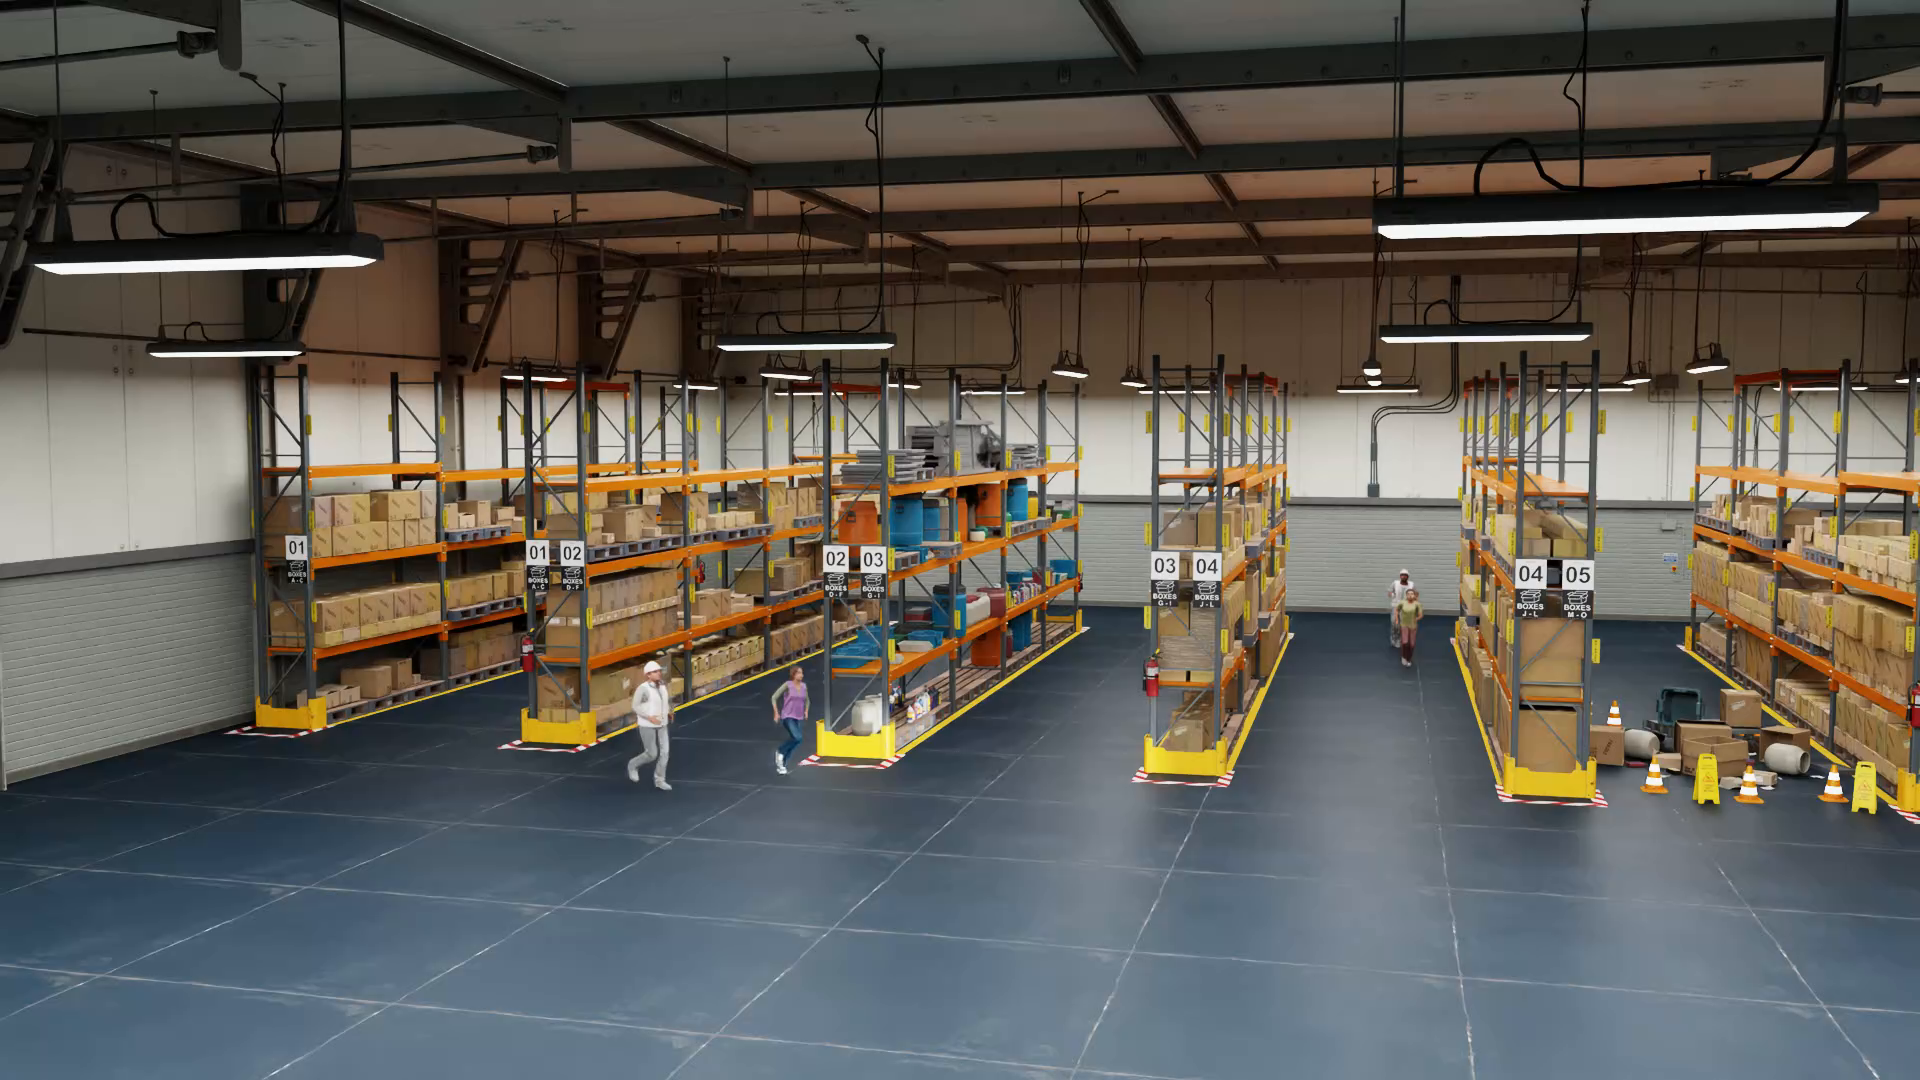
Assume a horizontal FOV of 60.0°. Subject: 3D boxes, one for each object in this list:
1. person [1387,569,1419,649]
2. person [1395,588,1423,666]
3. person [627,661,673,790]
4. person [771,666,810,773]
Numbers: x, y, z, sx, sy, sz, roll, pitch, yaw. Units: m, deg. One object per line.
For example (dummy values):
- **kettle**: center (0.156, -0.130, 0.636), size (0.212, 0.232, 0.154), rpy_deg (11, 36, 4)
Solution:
- **person**: center (9.930, 1.559, 37.337), size (0.680, 1.803, 0.706), rpy_deg (1, 4, 18)
- **person**: center (9.263, 1.806, 34.307), size (0.551, 1.626, 0.688), rpy_deg (1, 4, 10)
- **person**: center (-4.260, 2.550, 22.972), size (0.732, 1.765, 0.684), rpy_deg (3, 5, 35)
- **person**: center (-2.385, 2.585, 23.932), size (0.527, 1.526, 0.507), rpy_deg (-3, 5, -39)
